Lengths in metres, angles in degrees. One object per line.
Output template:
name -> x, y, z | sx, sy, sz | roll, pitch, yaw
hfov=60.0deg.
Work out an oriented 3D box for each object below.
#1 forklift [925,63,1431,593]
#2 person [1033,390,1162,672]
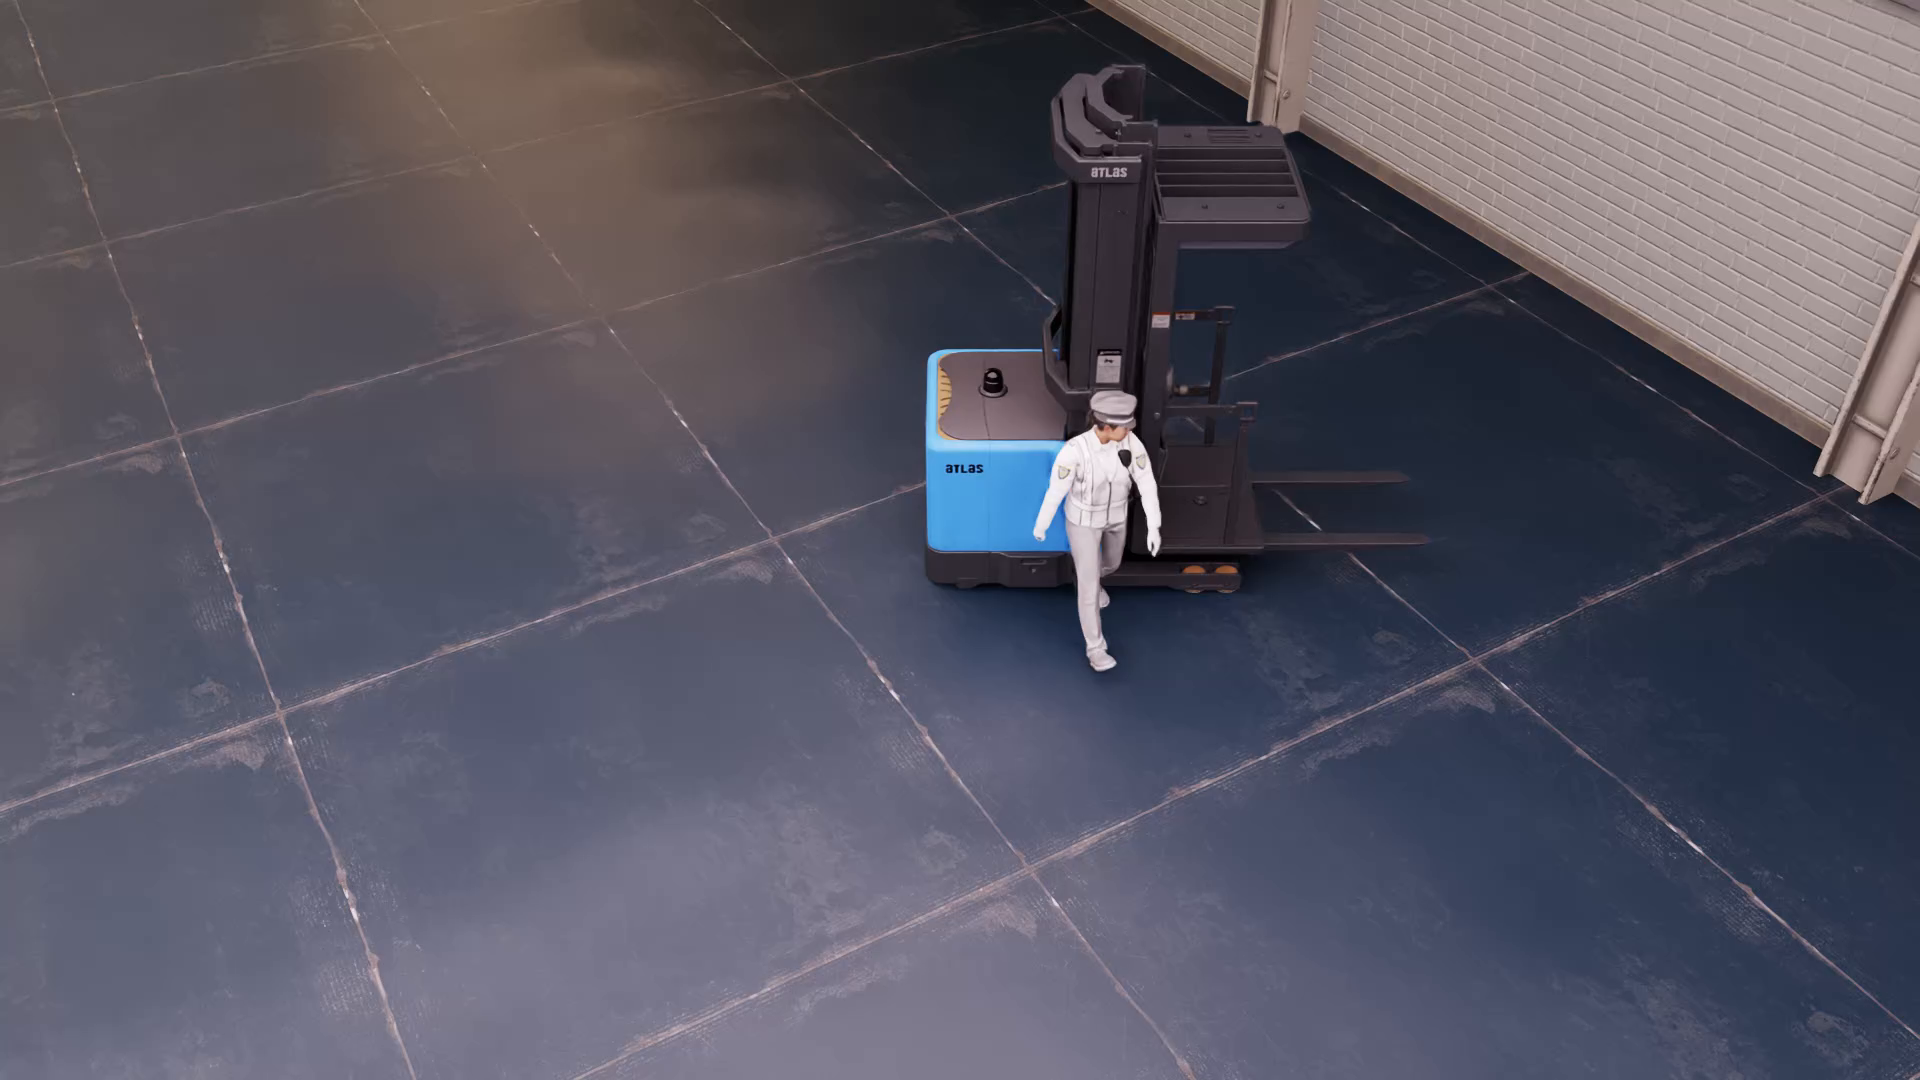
forklift -> 1.308, -1.152, 9.425 | 3.031, 2.935, 1.130 | 0, 40, 0
person -> 0.765, -0.064, 9.163 | 0.625, 1.607, 0.904 | -16, 42, -18
